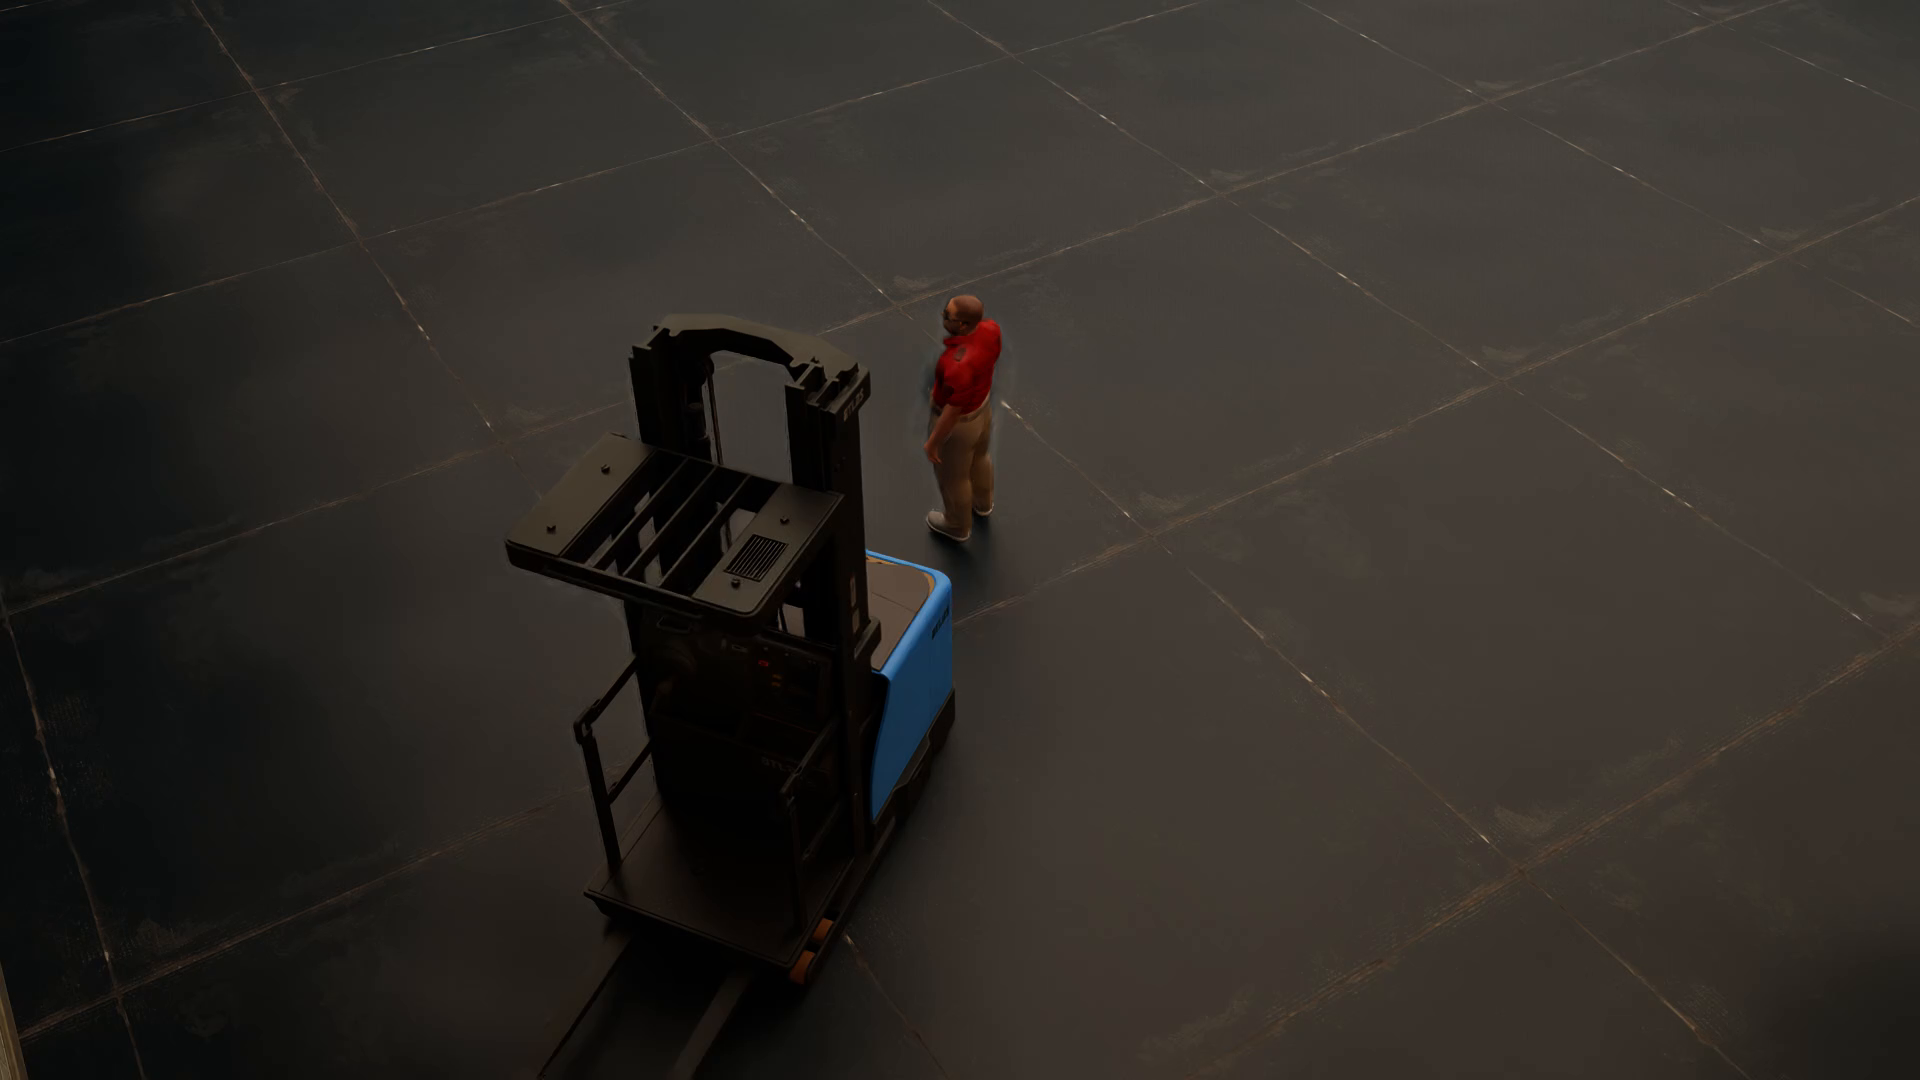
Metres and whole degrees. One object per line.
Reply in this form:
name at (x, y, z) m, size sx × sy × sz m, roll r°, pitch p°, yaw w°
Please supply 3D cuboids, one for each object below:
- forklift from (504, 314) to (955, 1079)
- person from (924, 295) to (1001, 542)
forklift at (-1.069, 0.641, 7.138) m, size 1.130 × 2.935 × 3.031 m, roll 16°, pitch 44°, yaw 17°
person at (-0.007, -0.729, 9.550) m, size 0.418 × 1.728 × 0.753 m, roll 15°, pitch 43°, yaw 17°
